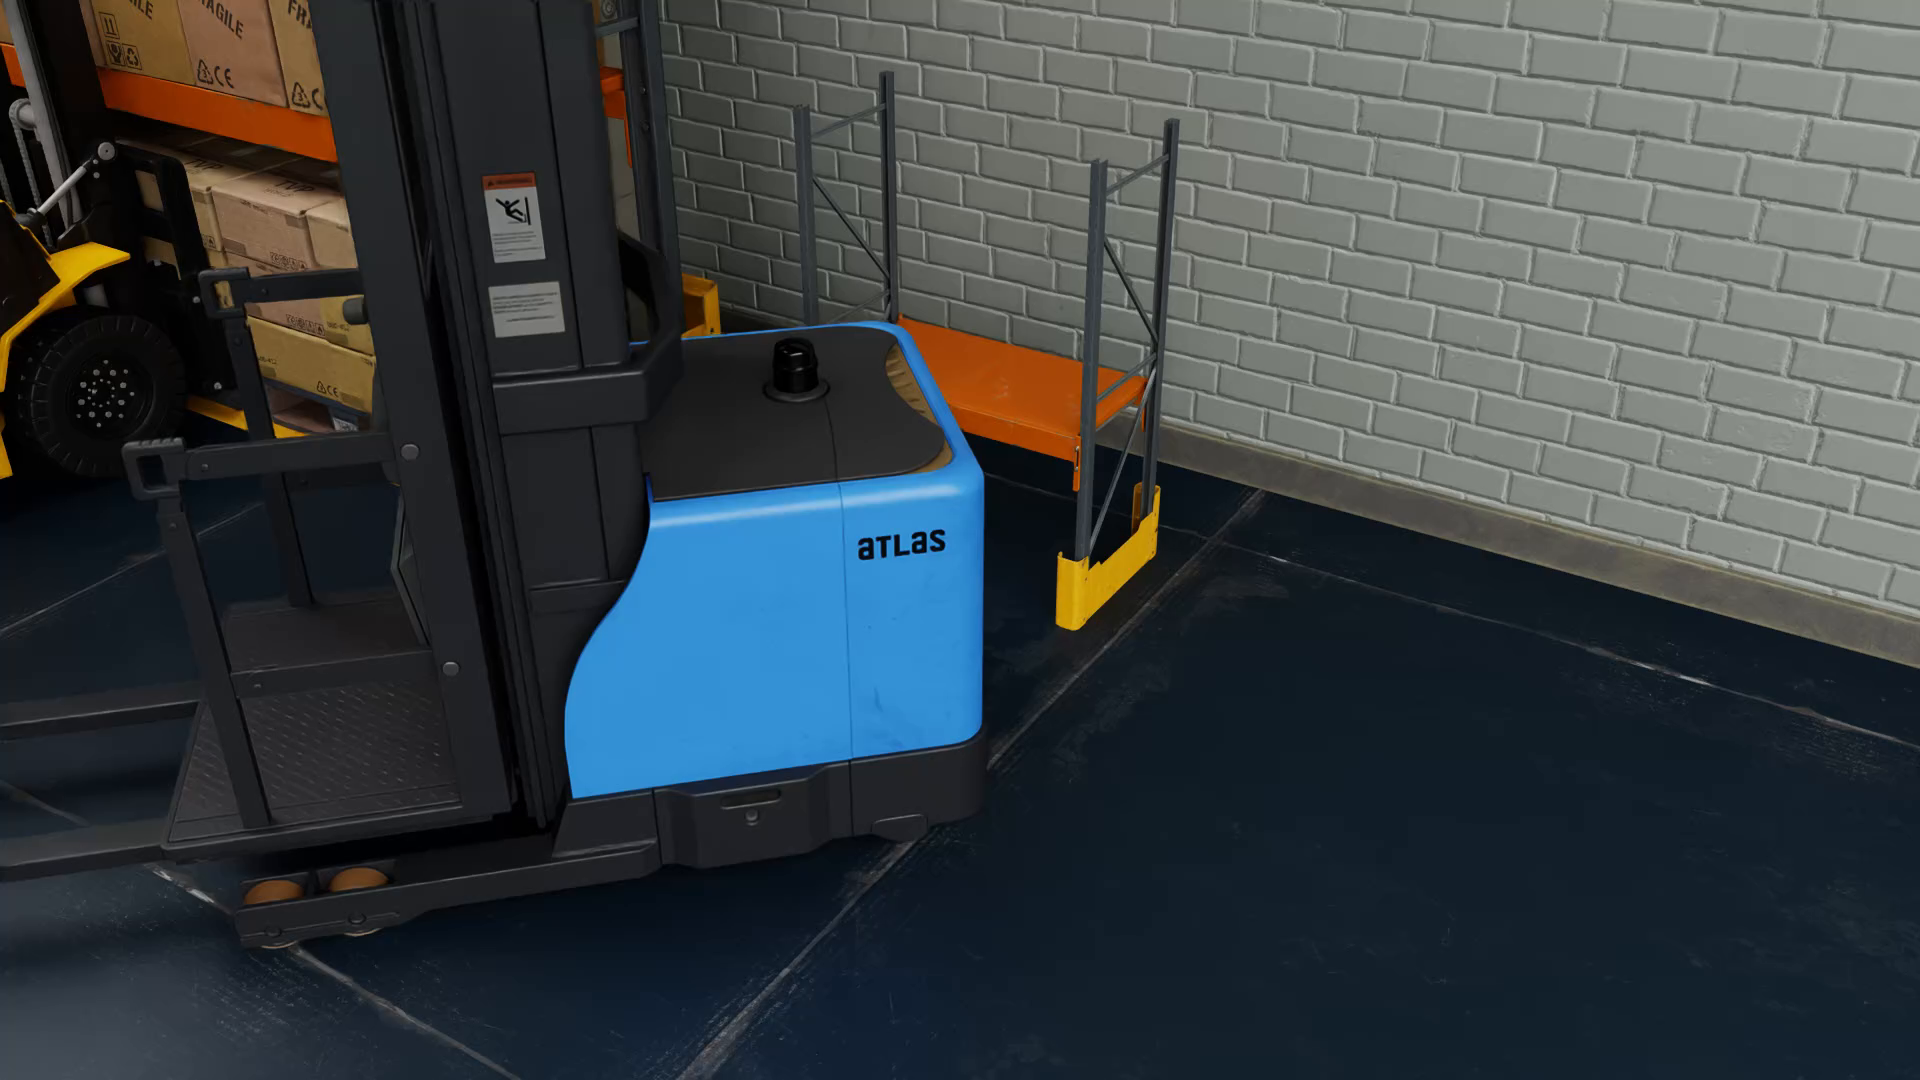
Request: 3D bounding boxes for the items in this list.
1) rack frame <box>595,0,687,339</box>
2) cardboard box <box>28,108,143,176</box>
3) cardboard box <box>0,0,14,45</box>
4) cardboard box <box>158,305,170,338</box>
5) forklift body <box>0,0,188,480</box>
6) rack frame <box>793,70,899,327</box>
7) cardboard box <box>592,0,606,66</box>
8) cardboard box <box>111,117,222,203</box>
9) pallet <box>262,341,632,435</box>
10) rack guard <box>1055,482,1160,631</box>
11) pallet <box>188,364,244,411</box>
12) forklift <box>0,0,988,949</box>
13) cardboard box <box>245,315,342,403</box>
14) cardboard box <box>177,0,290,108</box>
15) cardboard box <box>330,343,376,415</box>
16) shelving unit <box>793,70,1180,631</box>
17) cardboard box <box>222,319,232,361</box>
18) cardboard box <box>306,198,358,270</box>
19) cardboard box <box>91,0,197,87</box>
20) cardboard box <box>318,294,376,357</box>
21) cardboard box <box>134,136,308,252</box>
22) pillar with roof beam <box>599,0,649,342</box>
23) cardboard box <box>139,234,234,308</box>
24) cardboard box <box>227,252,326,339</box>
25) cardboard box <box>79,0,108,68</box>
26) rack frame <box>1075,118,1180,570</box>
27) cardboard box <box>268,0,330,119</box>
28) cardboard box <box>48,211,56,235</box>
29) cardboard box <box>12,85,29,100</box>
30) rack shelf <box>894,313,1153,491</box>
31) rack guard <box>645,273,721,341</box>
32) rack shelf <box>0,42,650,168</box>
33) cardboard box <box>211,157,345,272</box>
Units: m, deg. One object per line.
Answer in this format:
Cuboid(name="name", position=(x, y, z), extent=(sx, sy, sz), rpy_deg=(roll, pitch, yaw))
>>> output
Cuboid(name="rack frame", position=(-1.393, -1.664, 5.625), extent=(0.127, 3.000, 1.000), rpy_deg=(18, 35, 27))
Cuboid(name="cardboard box", position=(-3.683, -1.628, 6.883), extent=(0.500, 0.250, 0.500), rpy_deg=(19, 35, 29))
Cuboid(name="cardboard box", position=(-3.665, -2.280, 6.583), extent=(0.500, 0.500, 0.500), rpy_deg=(17, 34, 27))
Cuboid(name="cardboard box", position=(-3.246, -1.053, 6.890), extent=(0.500, 0.250, 0.500), rpy_deg=(19, 35, 29))
Cuboid(name="forklift body", position=(-3.969, -1.026, 5.375), extent=(1.214, 2.155, 2.313), rpy_deg=(18, 35, 27))
Cuboid(name="rack frame", position=(-0.358, -0.761, 5.566), extent=(0.032, 1.500, 0.500), rpy_deg=(18, 35, 27))
Cuboid(name="cardboard box", position=(-1.665, -1.958, 6.030), extent=(0.500, 0.500, 0.500), rpy_deg=(19, 35, 29))
Cuboid(name="cardboard box", position=(-3.243, -1.484, 6.636), extent=(0.500, 0.250, 0.500), rpy_deg=(17, 34, 26))
Cuboid(name="pallet", position=(-2.063, -0.646, 6.648), extent=(1.213, 0.211, 1.003), rpy_deg=(18, 35, 27))
Cuboid(name="rack guard", position=(0.486, 0.046, 5.423), extent=(0.087, 0.250, 0.587), rpy_deg=(18, 35, 27))
Cuboid(name="pallet", position=(-3.093, -0.973, 7.209), extent=(1.213, 0.211, 1.003), rpy_deg=(18, 35, 27))
Cuboid(name="forklift", position=(-1.502, -0.565, 3.810), extent=(3.031, 2.935, 1.130), rpy_deg=(-7, 31, -11))
Cuboid(name="cardboard box", position=(-2.376, -0.786, 6.432), extent=(0.500, 0.250, 0.500), rpy_deg=(18, 35, 27))
Cuboid(name="cardboard box", position=(-2.384, -1.870, 5.879), extent=(0.500, 0.500, 0.500), rpy_deg=(19, 35, 29))
Cuboid(name="cardboard box", position=(-1.959, -0.648, 6.197), extent=(0.500, 0.250, 0.500), rpy_deg=(18, 35, 28))
Cuboid(name="shelving unit", position=(0.065, -0.627, 5.337), extent=(1.083, 1.500, 0.587), rpy_deg=(18, 35, 27))
Cuboid(name="cardboard box", position=(-2.794, -0.923, 6.668), extent=(0.500, 0.250, 0.500), rpy_deg=(18, 35, 28))
Cuboid(name="cardboard box", position=(-1.949, -1.079, 5.943), extent=(0.500, 0.250, 0.500), rpy_deg=(19, 35, 29))
Cuboid(name="cardboard box", position=(-2.819, -2.007, 6.114), extent=(0.500, 0.500, 0.500), rpy_deg=(17, 34, 26))
Cuboid(name="cardboard box", position=(-1.972, -0.870, 6.081), extent=(0.500, 0.250, 0.500), rpy_deg=(17, 34, 27))
Cuboid(name="cardboard box", position=(-2.818, -1.345, 6.398), extent=(0.500, 0.250, 0.500), rpy_deg=(18, 35, 28))
Cuboid(name="pillar with roof beam", position=(-3.793, -2.989, 1.943), extent=(0.400, 9.000, 9.100), rpy_deg=(18, 35, 27))
Cuboid(name="cardboard box", position=(-2.839, -1.139, 6.541), extent=(0.500, 0.250, 0.500), rpy_deg=(17, 34, 26))
Cuboid(name="cardboard box", position=(-2.391, -1.009, 6.319), extent=(0.500, 0.250, 0.500), rpy_deg=(17, 34, 27))
Cuboid(name="cardboard box", position=(-3.250, -2.137, 6.336), extent=(0.500, 0.500, 0.500), rpy_deg=(18, 35, 28))
Cuboid(name="rack frame", position=(0.503, -0.489, 5.099), extent=(0.032, 1.500, 0.500), rpy_deg=(18, 35, 27))
Cuboid(name="cardboard box", position=(-1.950, -1.727, 5.634), extent=(0.500, 0.500, 0.500), rpy_deg=(17, 34, 26))
Cuboid(name="cardboard box", position=(-3.688, -1.410, 7.006), extent=(0.500, 0.250, 0.500), rpy_deg=(17, 34, 27))
Cuboid(name="cardboard box", position=(-4.111, -1.756, 7.103), extent=(0.500, 0.250, 0.500), rpy_deg=(18, 35, 27))
Cuboid(name="rack shelf", position=(0.072, -0.470, 5.424), extent=(1.000, 0.185, 0.538), rpy_deg=(18, 35, 27))
Cuboid(name="rack guard", position=(-1.373, -0.577, 6.244), extent=(0.348, 0.500, 1.175), rpy_deg=(18, 35, 27))
Cuboid(name="rack shelf", position=(-3.087, -1.889, 6.725), extent=(4.000, 0.370, 1.077), rpy_deg=(18, 35, 27))
Cuboid(name="cardboard box", position=(-2.385, -1.214, 6.173), extent=(0.500, 0.250, 0.500), rpy_deg=(18, 35, 28))
